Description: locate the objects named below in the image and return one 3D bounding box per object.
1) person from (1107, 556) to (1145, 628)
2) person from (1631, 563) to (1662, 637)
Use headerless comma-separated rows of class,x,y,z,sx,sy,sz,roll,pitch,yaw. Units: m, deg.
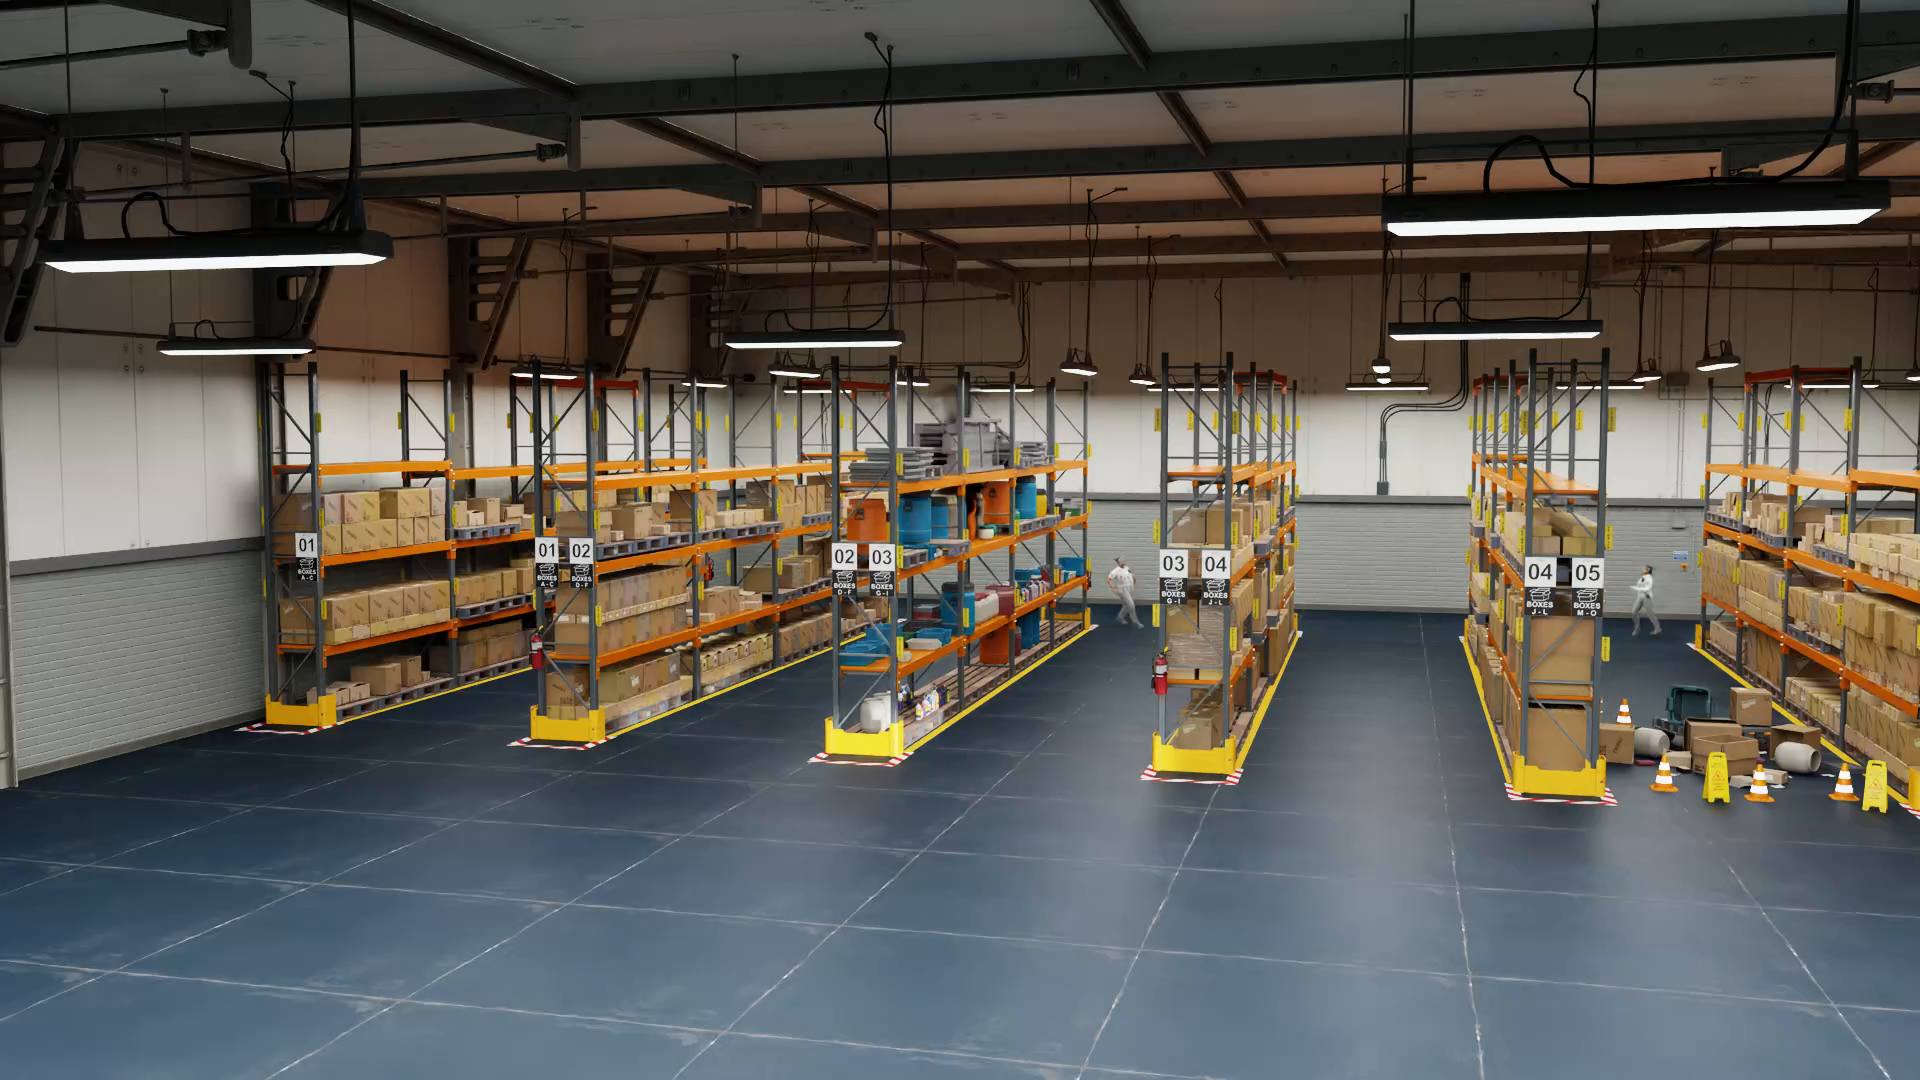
person,4.097,1.260,40.650,0.911,1.752,0.699,3,5,40
person,16.065,1.420,38.965,0.743,1.754,0.579,0,4,-3
